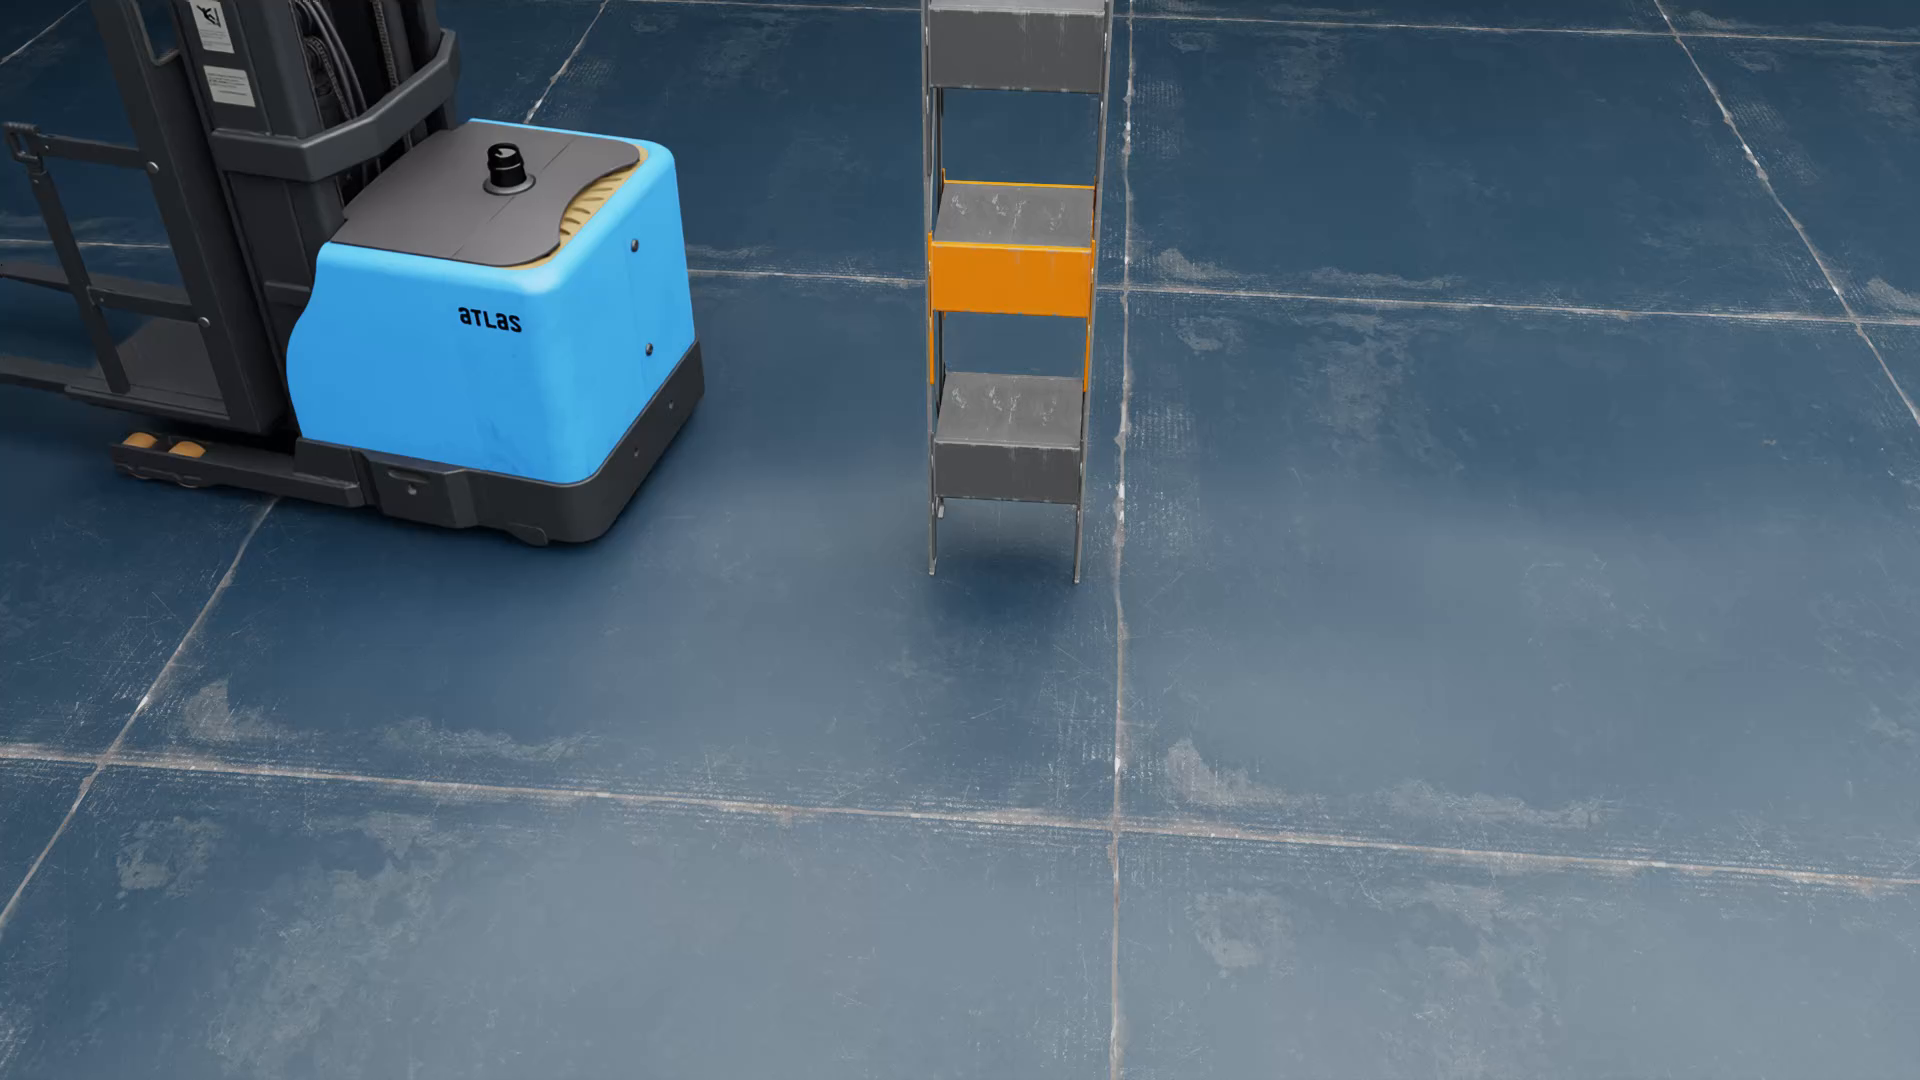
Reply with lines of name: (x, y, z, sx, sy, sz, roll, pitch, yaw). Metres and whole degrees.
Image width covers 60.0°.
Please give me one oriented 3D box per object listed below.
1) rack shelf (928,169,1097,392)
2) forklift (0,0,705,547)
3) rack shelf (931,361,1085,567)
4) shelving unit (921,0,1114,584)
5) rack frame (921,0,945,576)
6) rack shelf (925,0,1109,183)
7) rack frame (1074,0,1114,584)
rack shelf: (0.165, -0.795, 5.085, 0.480, 0.518, 0.431, 3, 39, 4)
forklift: (-2.545, -1.633, 5.435, 3.031, 2.935, 1.130, 10, 40, 12)
rack shelf: (0.165, -0.252, 5.527, 0.480, 0.518, 0.431, 3, 39, 4)
shelving unit: (0.165, -0.805, 5.076, 0.503, 2.100, 0.431, 3, 39, 4)
rack frame: (-0.078, -0.819, 5.092, 0.015, 2.100, 0.400, 3, 39, 4)
rack shelf: (0.165, -1.338, 4.643, 0.480, 0.518, 0.431, 3, 39, 4)
rack frame: (0.408, -0.792, 5.060, 0.015, 2.100, 0.400, 3, 39, 4)
